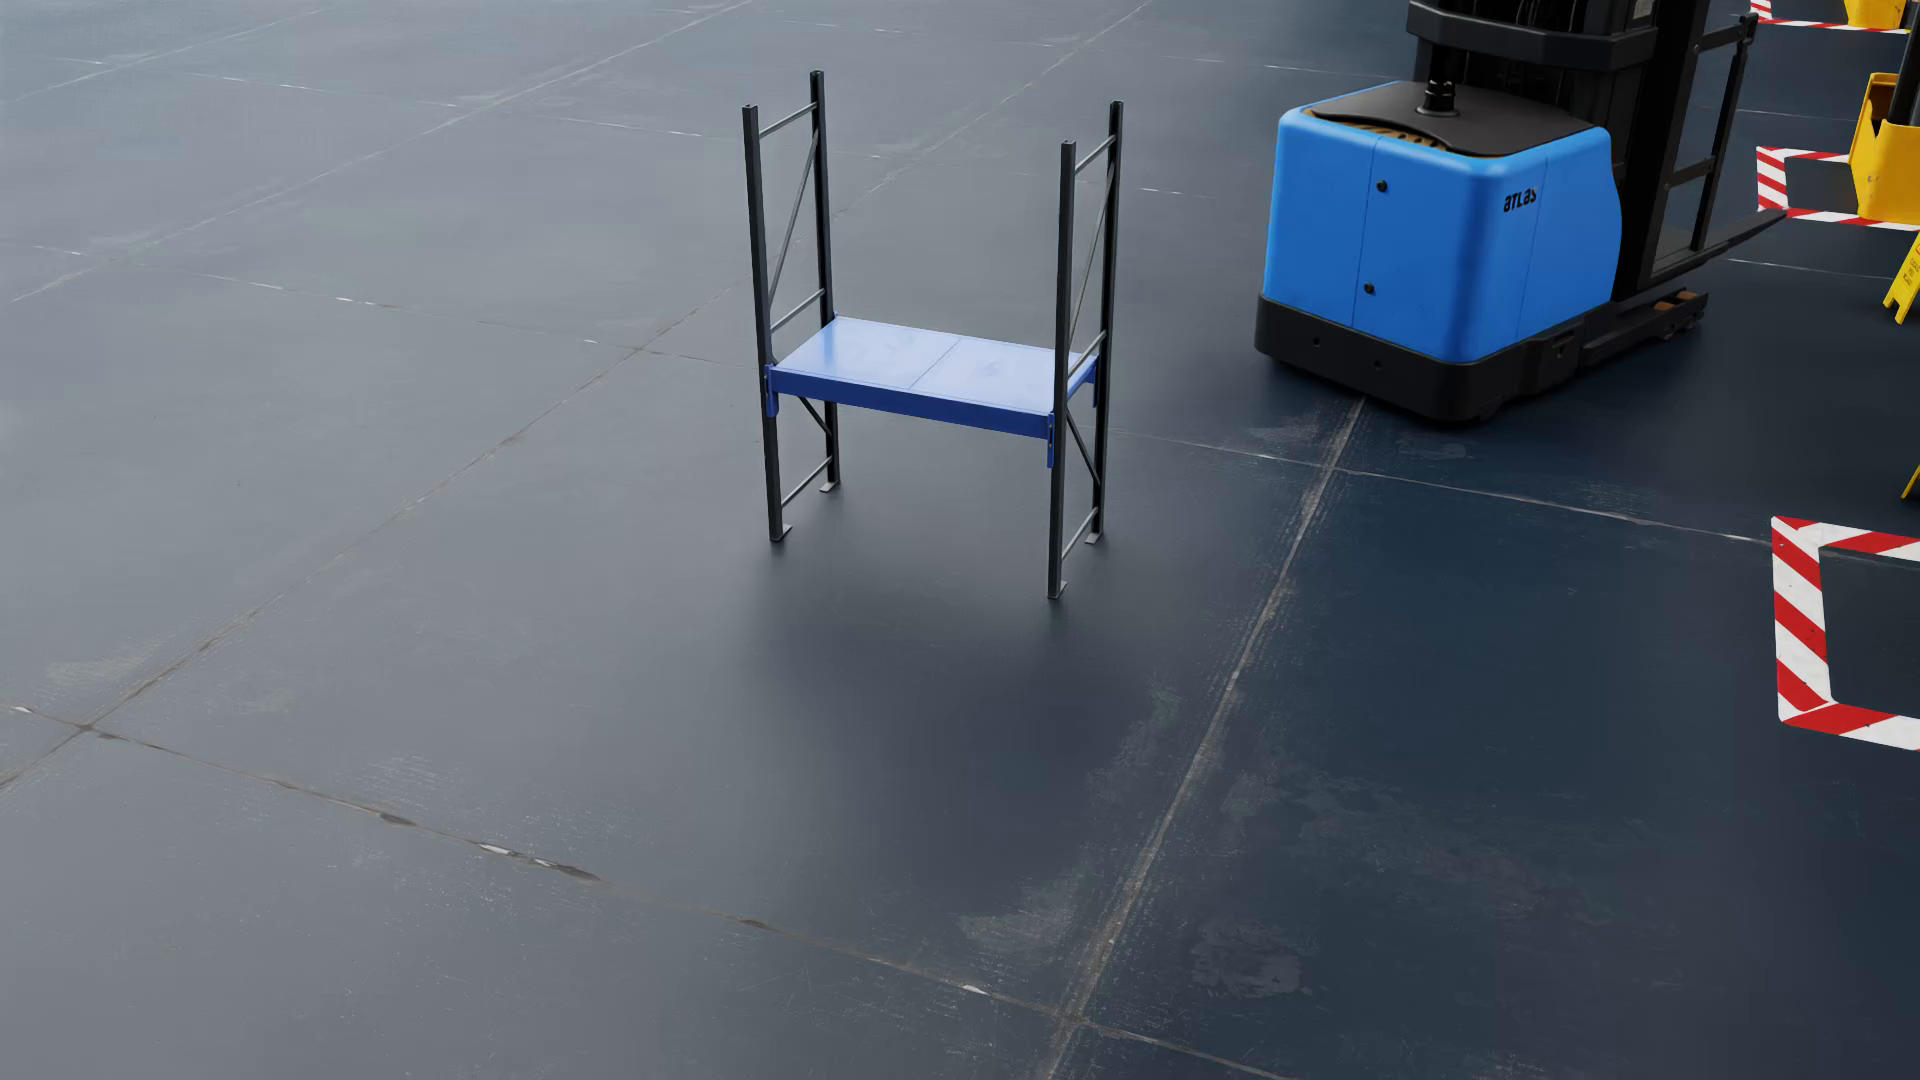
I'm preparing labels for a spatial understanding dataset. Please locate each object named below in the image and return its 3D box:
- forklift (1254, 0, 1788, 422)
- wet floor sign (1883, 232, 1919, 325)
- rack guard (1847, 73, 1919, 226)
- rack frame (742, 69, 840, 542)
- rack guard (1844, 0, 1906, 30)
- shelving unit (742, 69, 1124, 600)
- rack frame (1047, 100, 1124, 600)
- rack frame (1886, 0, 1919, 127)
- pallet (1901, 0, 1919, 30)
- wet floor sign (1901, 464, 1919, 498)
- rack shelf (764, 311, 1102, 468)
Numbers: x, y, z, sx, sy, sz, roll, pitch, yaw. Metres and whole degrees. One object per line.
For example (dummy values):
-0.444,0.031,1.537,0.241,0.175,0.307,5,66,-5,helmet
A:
2.692,-2.328,6.891,3.031,2.935,1.130,-23,37,-35,forklift
4.351,-1.299,7.393,0.232,0.644,0.267,6,30,11,wet floor sign
5.100,-2.138,9.024,0.348,0.500,1.175,11,31,19,rack guard
-0.550,-0.763,5.575,0.032,1.500,0.500,11,31,19,rack frame
7.151,-4.362,12.959,0.348,0.500,1.175,11,31,19,rack guard
-0.079,-0.669,5.409,1.048,1.500,0.538,11,31,19,shelving unit
0.392,-0.575,5.242,0.032,1.500,0.500,11,31,19,rack frame
5.122,-3.222,8.401,0.127,3.000,1.000,11,31,19,rack frame
7.891,-4.070,12.736,1.213,0.211,1.003,11,31,19,pallet
3.581,-0.444,5.880,0.232,0.644,0.267,24,37,36,wet floor sign
-0.079,-0.512,5.497,1.000,0.185,0.538,11,31,19,rack shelf
